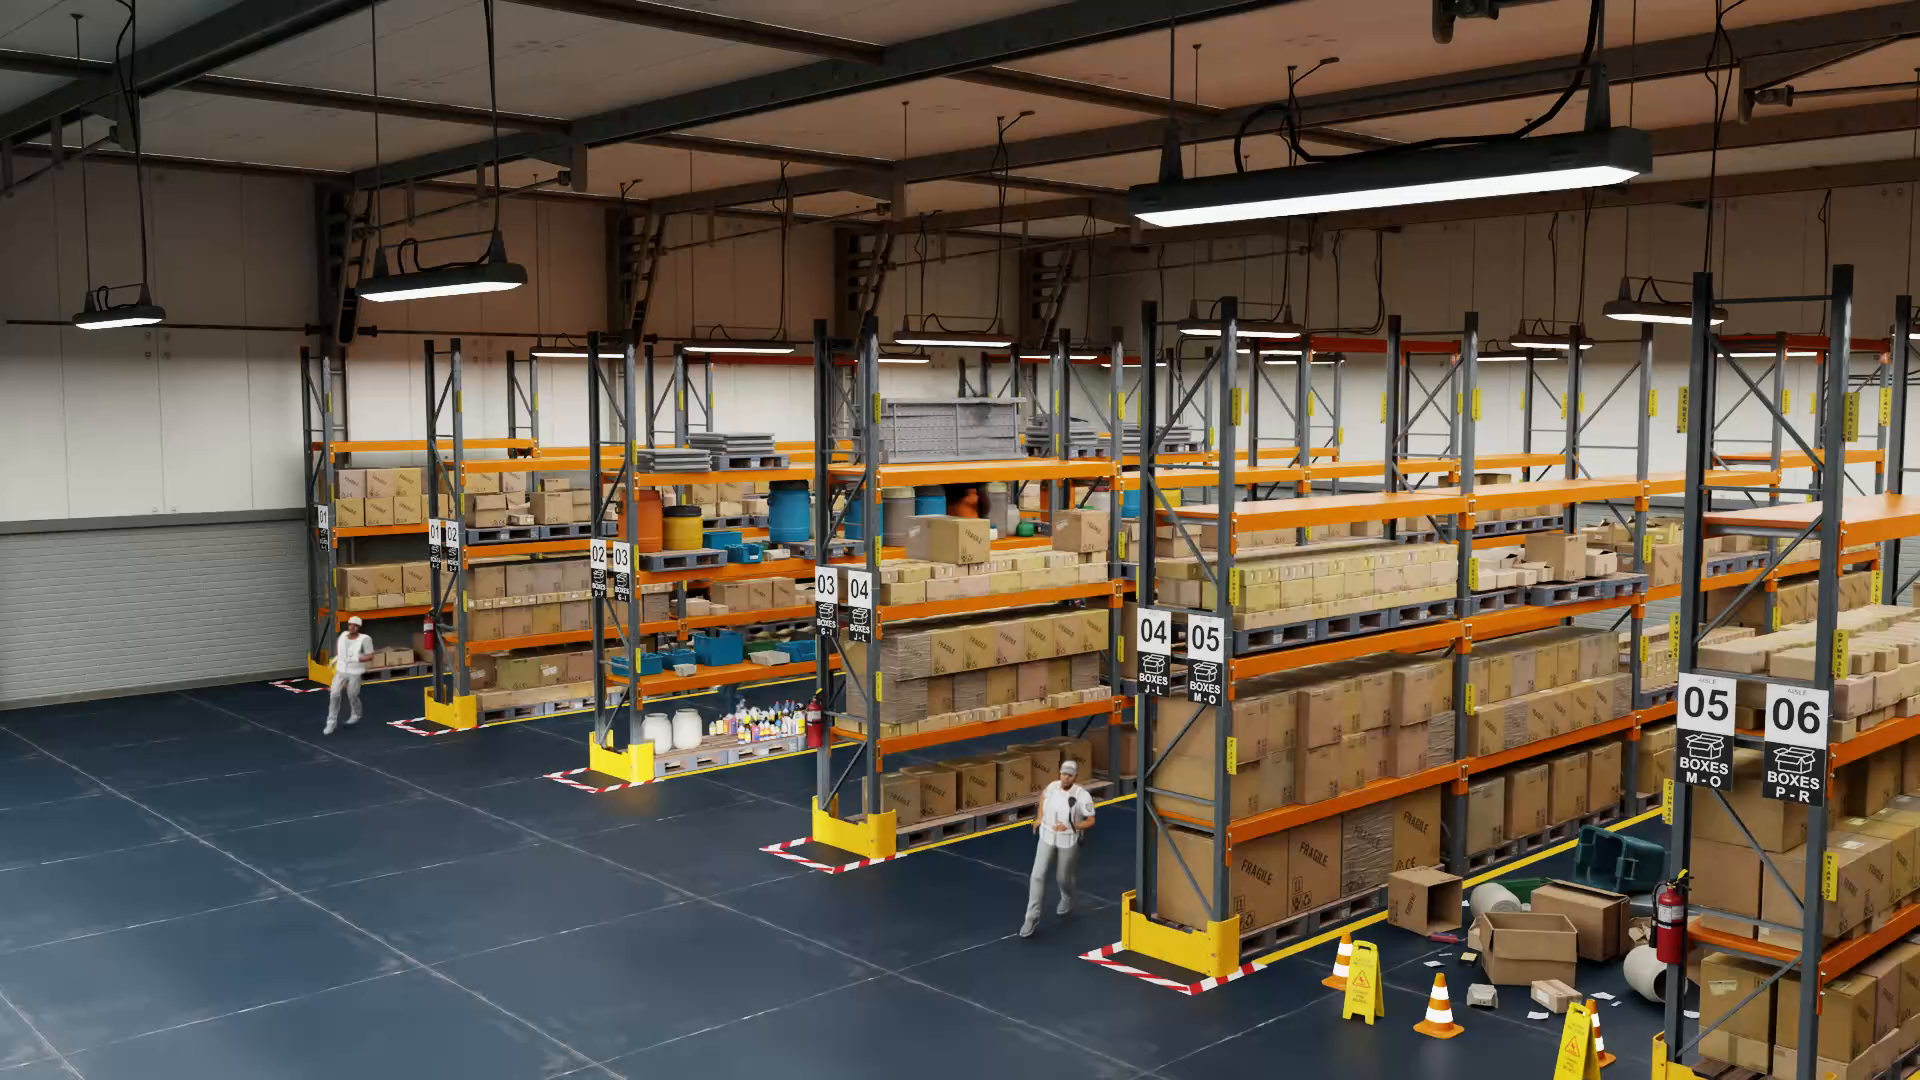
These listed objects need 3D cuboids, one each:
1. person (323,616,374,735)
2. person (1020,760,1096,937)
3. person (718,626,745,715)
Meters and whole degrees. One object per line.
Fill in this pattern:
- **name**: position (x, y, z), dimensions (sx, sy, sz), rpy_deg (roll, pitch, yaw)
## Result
- **person**: position (-9.330, 2.038, 25.511), dimensions (0.714, 1.770, 0.888), rpy_deg (0, 5, 3)
- **person**: position (1.004, 2.922, 16.038), dimensions (0.647, 1.640, 0.959), rpy_deg (2, 5, 22)
- **person**: position (-3.506, 2.101, 25.731), dimensions (0.549, 1.545, 0.559), rpy_deg (4, 6, 36)
